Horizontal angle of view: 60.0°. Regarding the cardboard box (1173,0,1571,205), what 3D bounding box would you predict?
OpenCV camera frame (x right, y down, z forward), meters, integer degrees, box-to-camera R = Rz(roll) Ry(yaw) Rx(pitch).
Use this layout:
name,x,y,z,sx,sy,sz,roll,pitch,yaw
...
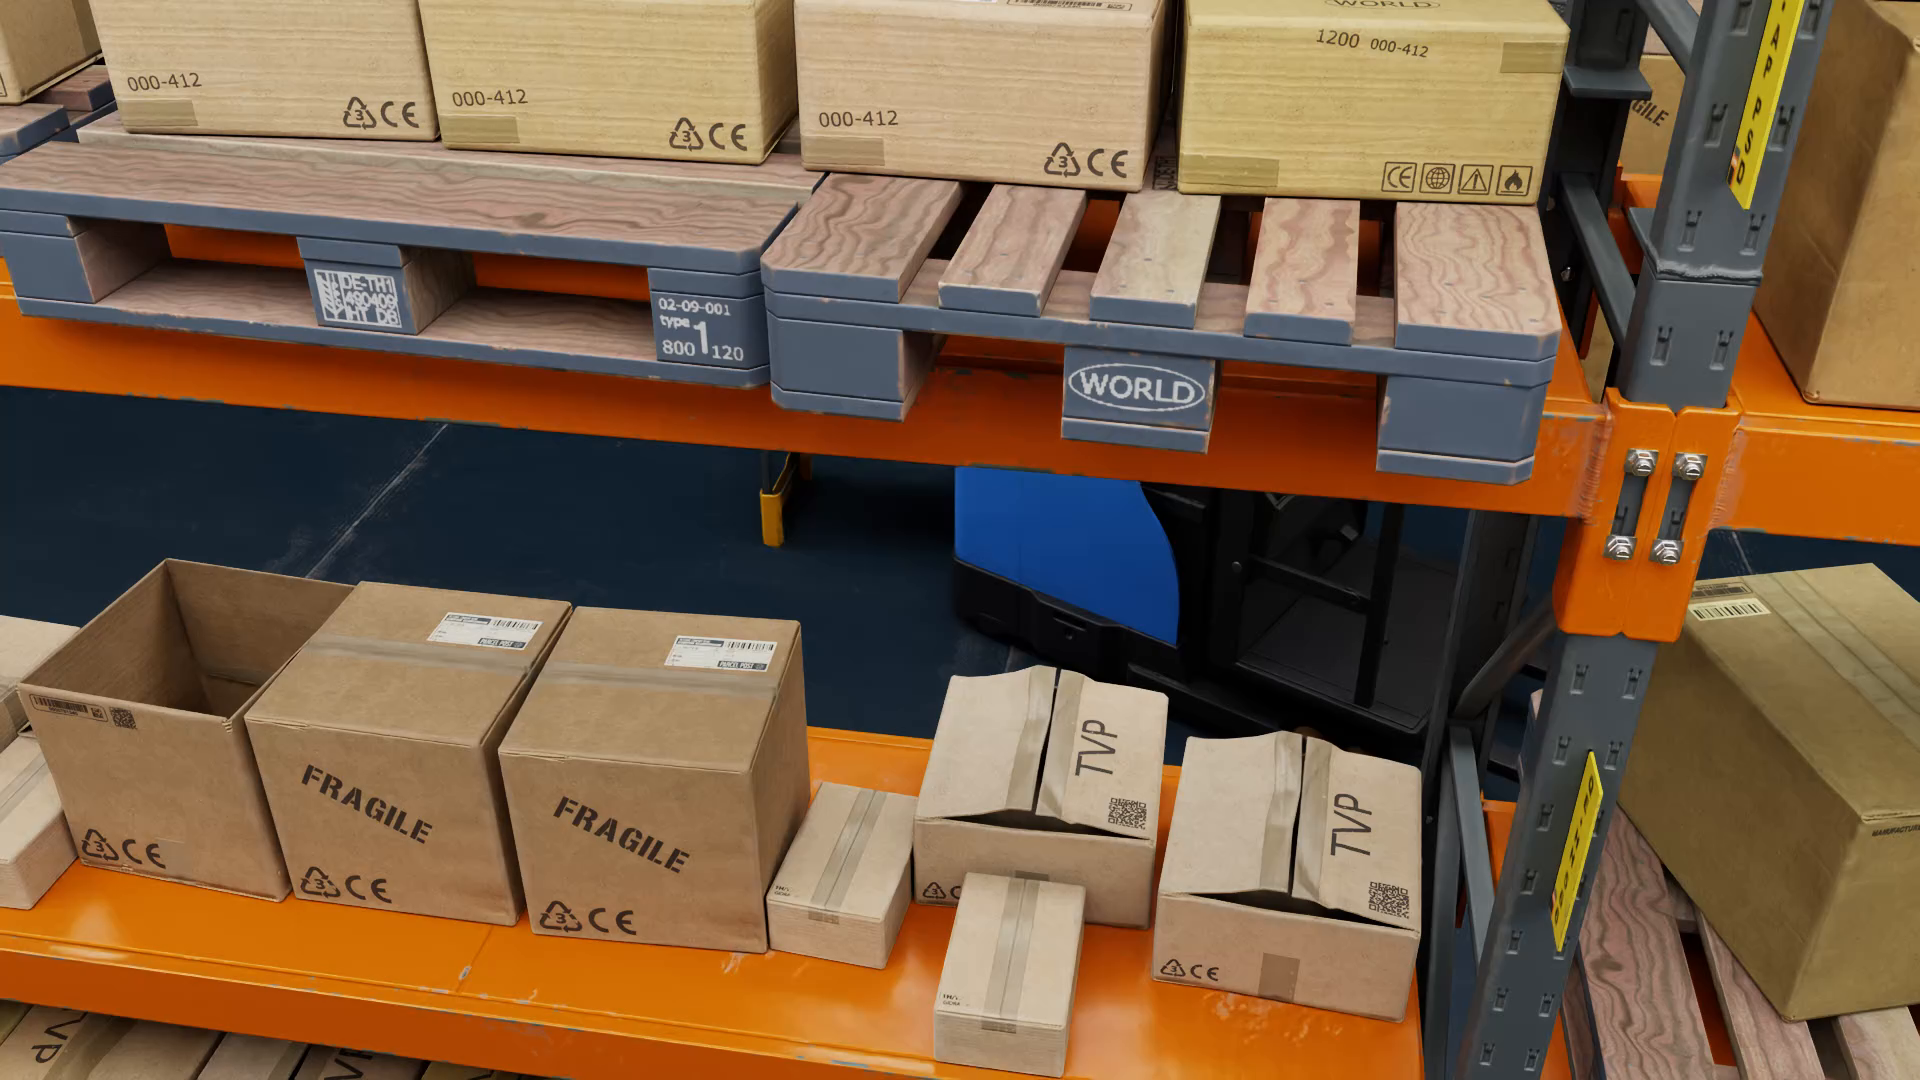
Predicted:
name,x,y,z,sx,sy,sz,roll,pitch,yaw
cardboard box,0.580,-0.714,2.482,0.500,0.250,0.500,3,32,5

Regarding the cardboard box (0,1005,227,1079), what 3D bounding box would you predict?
name,x,y,z,sx,sy,sz,roll,pitch,yaw
cardboard box,-2.048,1.290,4.029,0.500,0.311,0.500,5,32,8

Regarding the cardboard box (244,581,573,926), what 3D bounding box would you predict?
name,x,y,z,sx,sy,sz,roll,pitch,yaw
cardboard box,-1.139,0.452,3.606,0.500,0.500,0.500,5,32,8

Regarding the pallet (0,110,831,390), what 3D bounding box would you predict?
name,x,y,z,sx,sy,sz,roll,pitch,yaw
pallet,-0.750,-0.621,2.765,1.213,0.211,1.003,7,33,10

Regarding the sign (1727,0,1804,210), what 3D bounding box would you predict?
name,x,y,z,sx,sy,sz,roll,pitch,yaw
sign,0.935,-0.552,1.915,0.005,0.325,0.100,5,32,8

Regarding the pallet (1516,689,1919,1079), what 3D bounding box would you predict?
name,x,y,z,sx,sy,sz,roll,pitch,yaw
pallet,1.717,0.788,3.345,1.003,0.211,1.213,5,32,8

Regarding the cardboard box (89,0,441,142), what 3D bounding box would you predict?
name,x,y,z,sx,sy,sz,roll,pitch,yaw
cardboard box,-1.032,-0.857,2.711,0.500,0.250,0.500,3,32,4

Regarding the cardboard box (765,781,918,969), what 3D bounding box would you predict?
name,x,y,z,sx,sy,sz,roll,pitch,yaw
cardboard box,-0.230,0.705,3.533,0.250,0.149,0.380,8,33,12

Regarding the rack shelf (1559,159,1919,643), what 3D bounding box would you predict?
name,x,y,z,sx,sy,sz,roll,pitch,yaw
rack shelf,3.008,-0.105,2.442,4.000,0.370,1.077,5,32,8

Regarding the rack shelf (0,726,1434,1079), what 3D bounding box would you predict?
name,x,y,z,sx,sy,sz,roll,pitch,yaw
rack shelf,-0.935,0.809,3.808,4.000,0.370,1.077,5,32,8

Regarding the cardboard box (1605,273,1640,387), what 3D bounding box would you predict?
name,x,y,z,sx,sy,sz,roll,pitch,yaw
cardboard box,3.432,-0.959,7.586,0.750,0.750,0.750,5,32,8

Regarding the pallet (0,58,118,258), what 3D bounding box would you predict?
name,x,y,z,sx,sy,sz,roll,pitch,yaw
pallet,-2.034,-0.793,3.042,1.217,0.209,0.805,4,32,6

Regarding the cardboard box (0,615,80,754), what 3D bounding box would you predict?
name,x,y,z,sx,sy,sz,roll,pitch,yaw
cardboard box,-2.413,0.411,3.908,0.500,0.250,0.500,7,33,11

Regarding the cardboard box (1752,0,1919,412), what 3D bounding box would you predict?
name,x,y,z,sx,sy,sz,roll,pitch,yaw
cardboard box,1.473,-0.610,2.475,0.500,0.500,0.910,5,32,8

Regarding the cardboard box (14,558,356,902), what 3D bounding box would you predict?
name,x,y,z,sx,sy,sz,roll,pitch,yaw
cardboard box,-1.632,0.408,3.677,0.500,0.500,0.500,7,33,12

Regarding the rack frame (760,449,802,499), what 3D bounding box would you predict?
name,x,y,z,sx,sy,sz,roll,pitch,yaw
rack frame,-0.787,-0.767,7.061,0.032,1.500,0.500,5,32,8

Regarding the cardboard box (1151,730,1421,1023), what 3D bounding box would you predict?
name,x,y,z,sx,sy,sz,roll,pitch,yaw
cardboard box,0.686,0.665,3.444,0.500,0.311,0.500,7,33,11

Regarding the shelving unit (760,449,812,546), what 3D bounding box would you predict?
name,x,y,z,sx,sy,sz,roll,pitch,yaw
shelving unit,-0.277,-0.721,6.988,1.083,1.500,0.587,5,32,8

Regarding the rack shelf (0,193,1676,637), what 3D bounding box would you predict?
name,x,y,z,sx,sy,sz,roll,pitch,yaw
rack shelf,-0.935,-0.462,3.012,4.000,0.370,1.077,5,32,8

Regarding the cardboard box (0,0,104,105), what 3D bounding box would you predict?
name,x,y,z,sx,sy,sz,roll,pitch,yaw
cardboard box,-1.758,-0.952,2.863,0.500,0.250,0.500,2,32,3

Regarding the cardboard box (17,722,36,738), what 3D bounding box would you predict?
name,x,y,z,sx,sy,sz,roll,pitch,yaw
cardboard box,-2.008,0.365,3.966,0.258,0.266,0.396,4,32,7

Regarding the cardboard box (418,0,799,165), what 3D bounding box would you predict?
name,x,y,z,sx,sy,sz,roll,pitch,yaw
cardboard box,-0.502,-0.808,2.633,0.500,0.250,0.500,5,32,7

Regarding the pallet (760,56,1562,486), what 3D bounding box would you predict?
name,x,y,z,sx,sy,sz,roll,pitch,yaw
pallet,0.353,-0.522,2.608,1.003,0.211,1.213,7,33,10

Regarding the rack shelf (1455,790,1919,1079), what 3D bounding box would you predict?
name,x,y,z,sx,sy,sz,roll,pitch,yaw
rack shelf,3.008,1.166,3.237,4.000,0.370,1.077,5,32,8

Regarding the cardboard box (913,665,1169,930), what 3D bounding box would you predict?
name,x,y,z,sx,sy,sz,roll,pitch,yaw
cardboard box,0.188,0.540,3.645,0.500,0.311,0.500,5,32,8

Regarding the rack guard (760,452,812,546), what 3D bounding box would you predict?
name,x,y,z,sx,sy,sz,roll,pitch,yaw
rack guard,-0.768,-0.235,7.390,0.087,0.250,0.587,5,32,8

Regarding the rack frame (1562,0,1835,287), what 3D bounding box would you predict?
name,x,y,z,sx,sy,sz,roll,pitch,yaw
rack frame,1.037,-1.860,1.740,0.127,3.000,1.000,5,32,8

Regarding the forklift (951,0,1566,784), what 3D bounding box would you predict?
name,x,y,z,sx,sy,sz,roll,pitch,yaw
forklift,1.453,-0.670,5.558,3.031,2.935,1.130,21,38,30

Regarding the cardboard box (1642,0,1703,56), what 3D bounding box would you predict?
name,x,y,z,sx,sy,sz,roll,pitch,yaw
cardboard box,2.801,-2.180,6.806,0.500,0.250,0.500,5,32,8

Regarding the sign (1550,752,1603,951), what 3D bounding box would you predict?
name,x,y,z,sx,sy,sz,roll,pitch,yaw
sign,0.947,0.483,2.560,0.005,0.325,0.100,5,32,8

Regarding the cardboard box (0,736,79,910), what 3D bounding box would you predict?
name,x,y,z,sx,sy,sz,roll,pitch,yaw
cardboard box,-2.067,0.618,3.672,0.250,0.149,0.380,5,32,8

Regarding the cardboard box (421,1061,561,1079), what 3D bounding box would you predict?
name,x,y,z,sx,sy,sz,roll,pitch,yaw
cardboard box,-1.025,1.379,3.886,0.500,0.311,0.500,6,33,10

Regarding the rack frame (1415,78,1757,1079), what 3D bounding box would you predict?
name,x,y,z,sx,sy,sz,roll,pitch,yaw
rack frame,1.037,0.683,3.332,0.127,3.000,1.000,5,32,8

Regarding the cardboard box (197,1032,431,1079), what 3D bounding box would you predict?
name,x,y,z,sx,sy,sz,roll,pitch,yaw
cardboard box,-1.538,1.336,3.956,0.500,0.311,0.500,4,32,7

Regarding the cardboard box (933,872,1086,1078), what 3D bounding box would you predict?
name,x,y,z,sx,sy,sz,roll,pitch,yaw
cardboard box,0.104,0.854,3.296,0.250,0.149,0.380,5,32,8

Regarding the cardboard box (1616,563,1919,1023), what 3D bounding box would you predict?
name,x,y,z,sx,sy,sz,roll,pitch,yaw
cardboard box,1.677,0.460,3.198,0.500,0.500,0.700,-5,32,-8

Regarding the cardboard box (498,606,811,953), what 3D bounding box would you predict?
name,x,y,z,sx,sy,sz,roll,pitch,yaw
cardboard box,-0.620,0.499,3.531,0.500,0.500,0.500,3,32,6

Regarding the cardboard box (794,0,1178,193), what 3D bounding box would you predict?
name,x,y,z,sx,sy,sz,roll,pitch,yaw
cardboard box,0.060,-0.751,2.542,0.500,0.250,0.500,6,33,10

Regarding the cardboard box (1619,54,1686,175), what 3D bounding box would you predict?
name,x,y,z,sx,sy,sz,roll,pitch,yaw
cardboard box,2.817,-1.856,6.995,0.500,0.500,0.500,6,33,10

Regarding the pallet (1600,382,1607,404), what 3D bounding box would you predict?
name,x,y,z,sx,sy,sz,roll,pitch,yaw
pallet,2.631,-0.616,8.036,1.213,0.211,1.003,5,32,8

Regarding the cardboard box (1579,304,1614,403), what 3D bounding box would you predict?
name,x,y,z,sx,sy,sz,roll,pitch,yaw
cardboard box,2.569,-1.041,7.716,0.750,0.750,0.750,5,32,8

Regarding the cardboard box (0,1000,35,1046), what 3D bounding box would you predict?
name,x,y,z,sx,sy,sz,roll,pitch,yaw
cardboard box,-2.541,1.243,4.104,0.500,0.311,0.500,5,32,8

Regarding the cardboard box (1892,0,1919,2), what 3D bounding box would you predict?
name,x,y,z,sx,sy,sz,roll,pitch,yaw
cardboard box,1.466,-1.013,2.177,0.500,0.500,0.500,5,32,8
